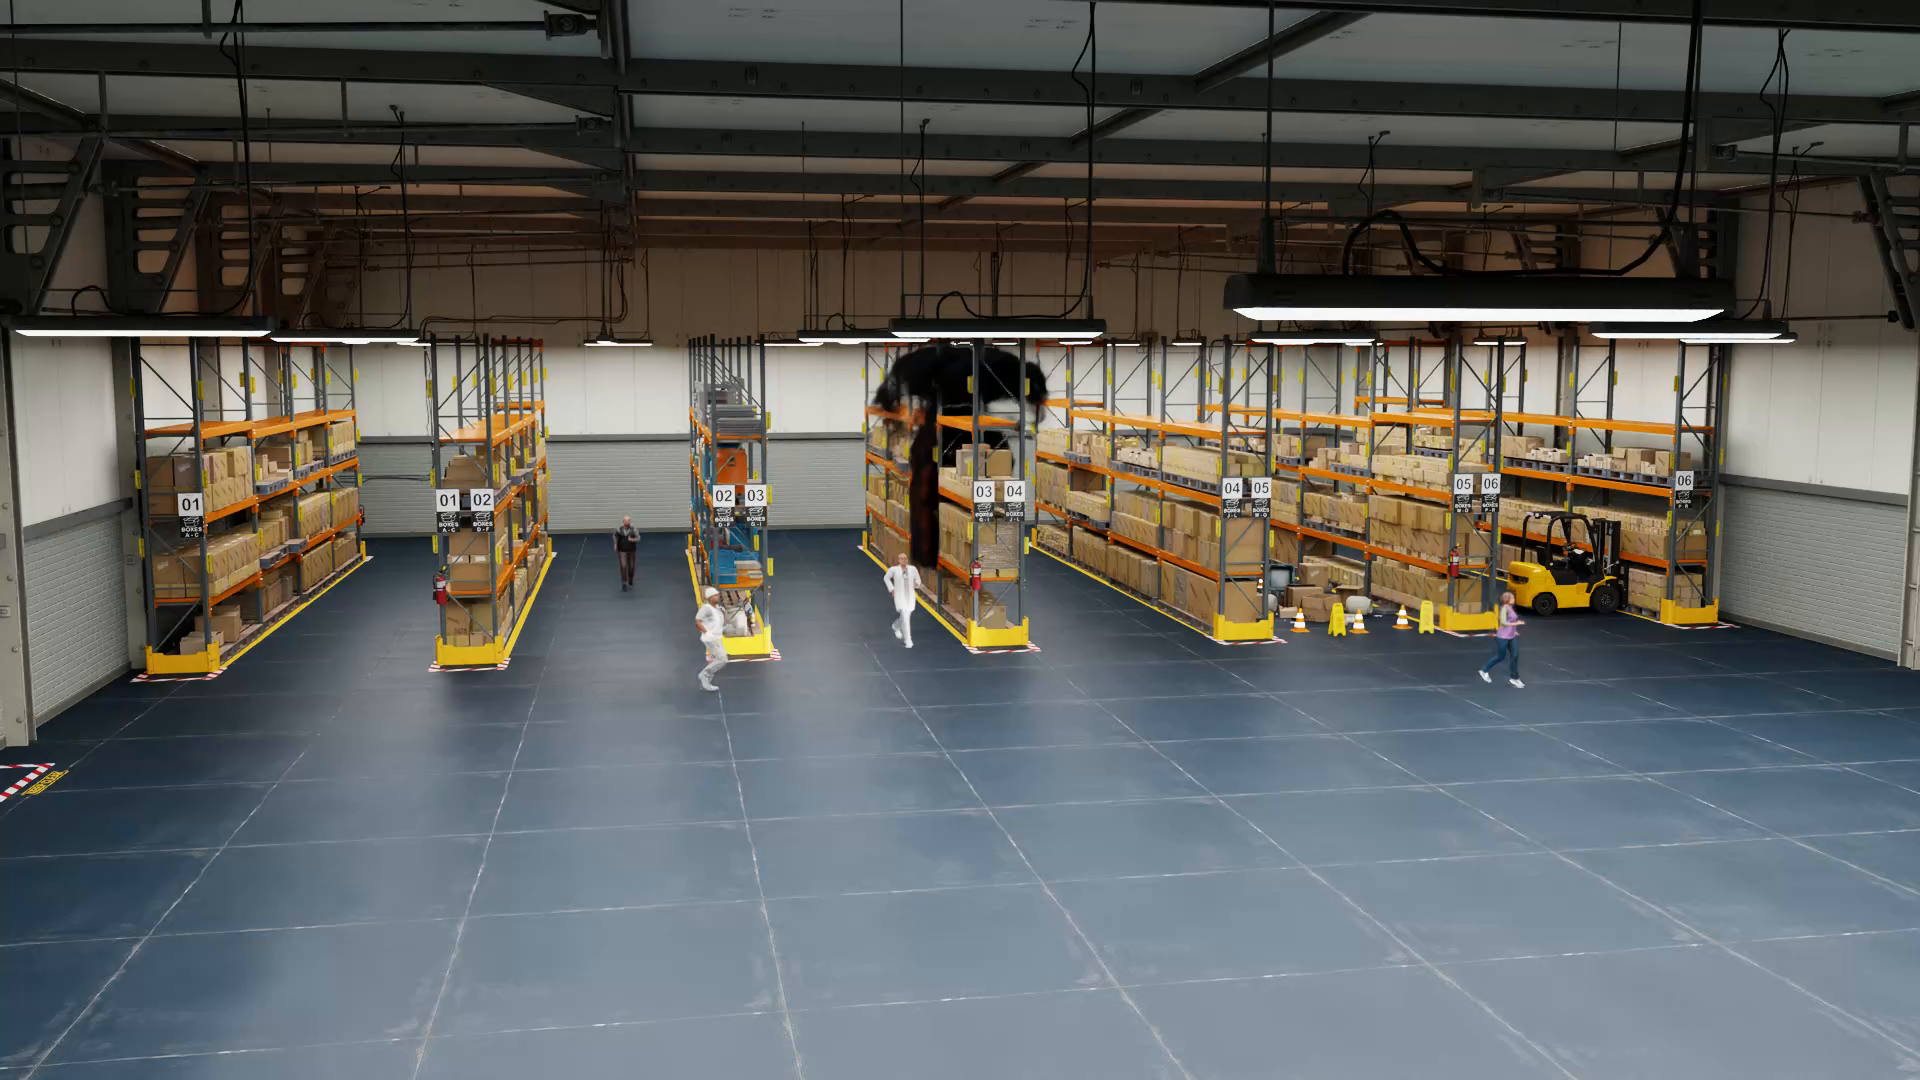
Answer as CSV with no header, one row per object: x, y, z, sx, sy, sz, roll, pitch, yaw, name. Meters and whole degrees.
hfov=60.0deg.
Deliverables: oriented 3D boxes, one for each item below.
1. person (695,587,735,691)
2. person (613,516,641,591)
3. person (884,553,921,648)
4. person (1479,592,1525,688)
-4.084,1.661,27.855,0.570,1.735,0.657,1,7,7,person
-7.943,0.303,39.681,0.649,1.727,0.938,-2,7,-14,person
-1.086,1.142,32.331,0.692,1.794,0.979,-3,7,-24,person
9.250,1.685,28.310,0.771,1.631,0.575,5,8,36,person
